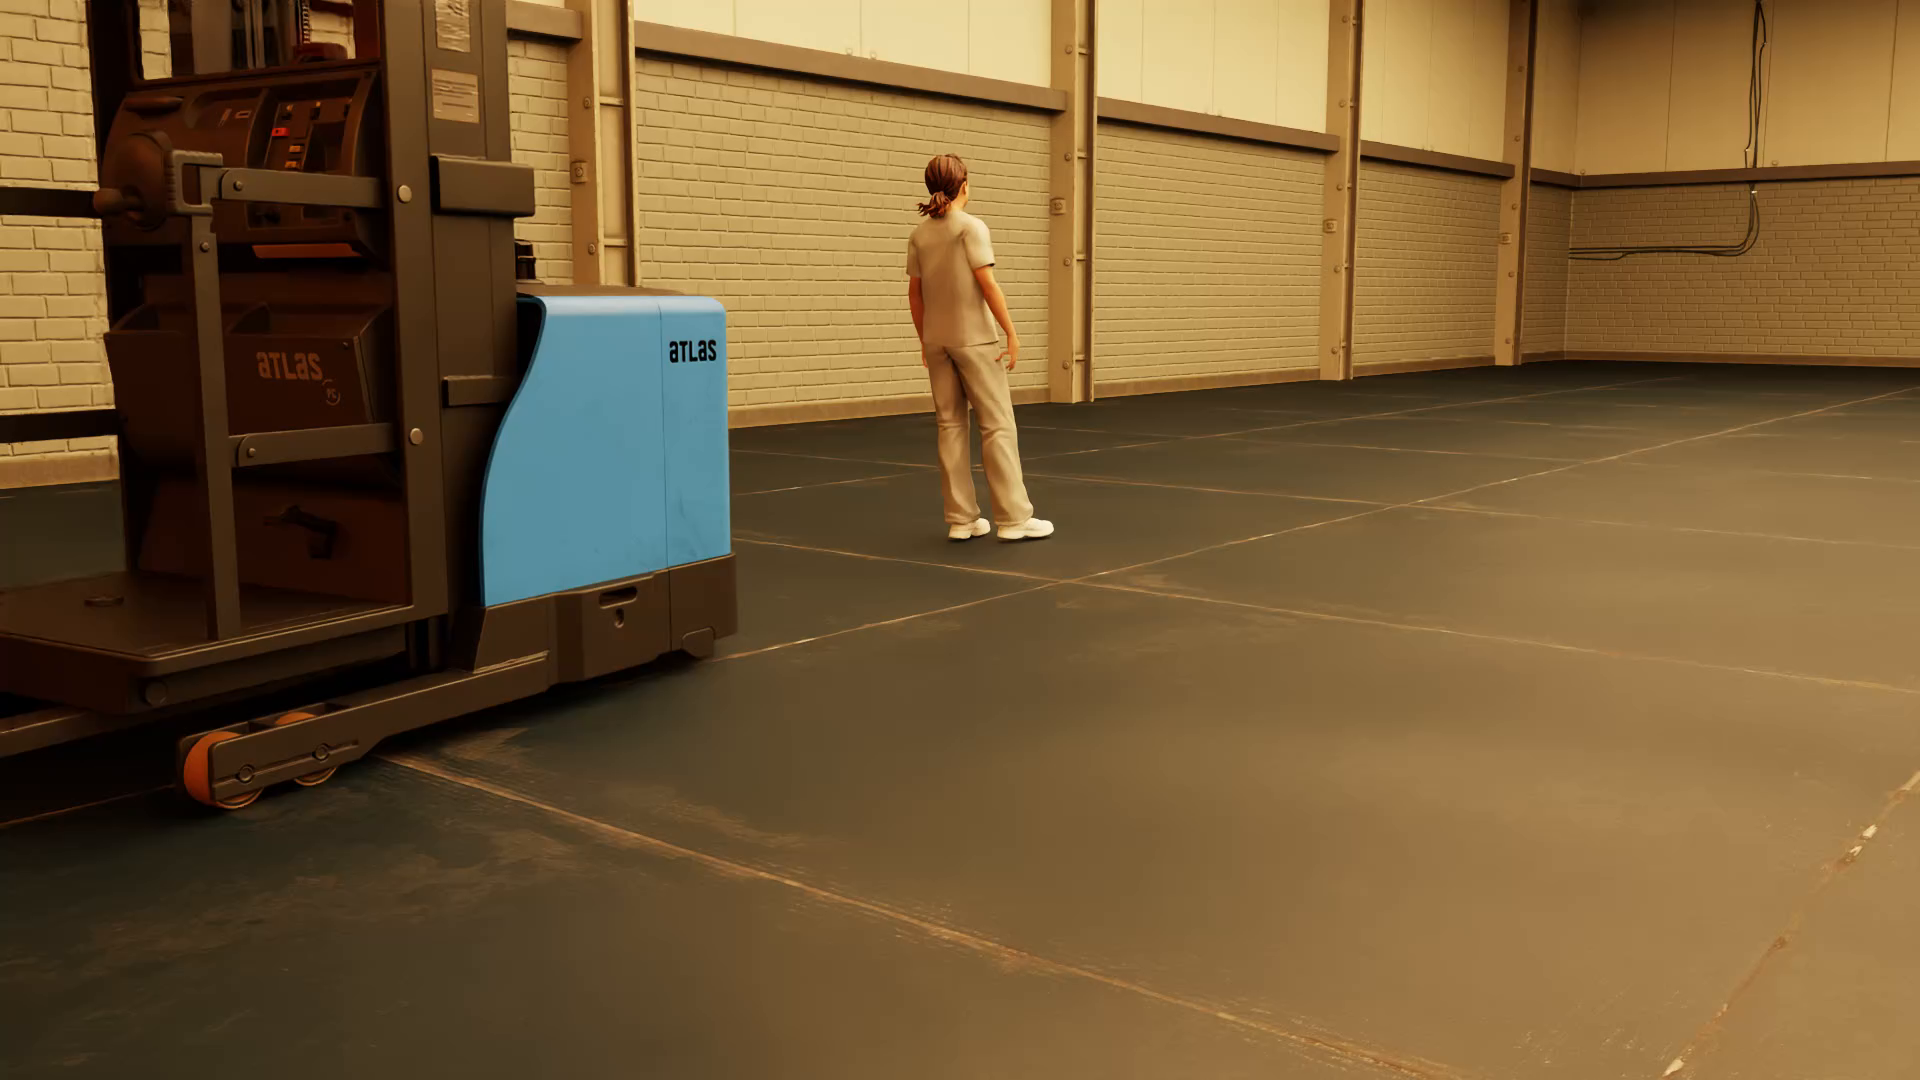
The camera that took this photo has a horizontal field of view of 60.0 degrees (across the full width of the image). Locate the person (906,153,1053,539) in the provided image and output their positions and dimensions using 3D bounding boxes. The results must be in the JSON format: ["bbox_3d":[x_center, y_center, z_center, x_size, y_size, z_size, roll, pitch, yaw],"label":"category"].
[{"bbox_3d":[0.057,-0.844,7.330,0.549,1.675,0.549,7,11,38],"label":"person"}]

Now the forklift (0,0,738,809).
[{"bbox_3d":[-1.844,-0.955,3.812,1.130,2.935,3.031,5,10,30],"label":"forklift"}]
